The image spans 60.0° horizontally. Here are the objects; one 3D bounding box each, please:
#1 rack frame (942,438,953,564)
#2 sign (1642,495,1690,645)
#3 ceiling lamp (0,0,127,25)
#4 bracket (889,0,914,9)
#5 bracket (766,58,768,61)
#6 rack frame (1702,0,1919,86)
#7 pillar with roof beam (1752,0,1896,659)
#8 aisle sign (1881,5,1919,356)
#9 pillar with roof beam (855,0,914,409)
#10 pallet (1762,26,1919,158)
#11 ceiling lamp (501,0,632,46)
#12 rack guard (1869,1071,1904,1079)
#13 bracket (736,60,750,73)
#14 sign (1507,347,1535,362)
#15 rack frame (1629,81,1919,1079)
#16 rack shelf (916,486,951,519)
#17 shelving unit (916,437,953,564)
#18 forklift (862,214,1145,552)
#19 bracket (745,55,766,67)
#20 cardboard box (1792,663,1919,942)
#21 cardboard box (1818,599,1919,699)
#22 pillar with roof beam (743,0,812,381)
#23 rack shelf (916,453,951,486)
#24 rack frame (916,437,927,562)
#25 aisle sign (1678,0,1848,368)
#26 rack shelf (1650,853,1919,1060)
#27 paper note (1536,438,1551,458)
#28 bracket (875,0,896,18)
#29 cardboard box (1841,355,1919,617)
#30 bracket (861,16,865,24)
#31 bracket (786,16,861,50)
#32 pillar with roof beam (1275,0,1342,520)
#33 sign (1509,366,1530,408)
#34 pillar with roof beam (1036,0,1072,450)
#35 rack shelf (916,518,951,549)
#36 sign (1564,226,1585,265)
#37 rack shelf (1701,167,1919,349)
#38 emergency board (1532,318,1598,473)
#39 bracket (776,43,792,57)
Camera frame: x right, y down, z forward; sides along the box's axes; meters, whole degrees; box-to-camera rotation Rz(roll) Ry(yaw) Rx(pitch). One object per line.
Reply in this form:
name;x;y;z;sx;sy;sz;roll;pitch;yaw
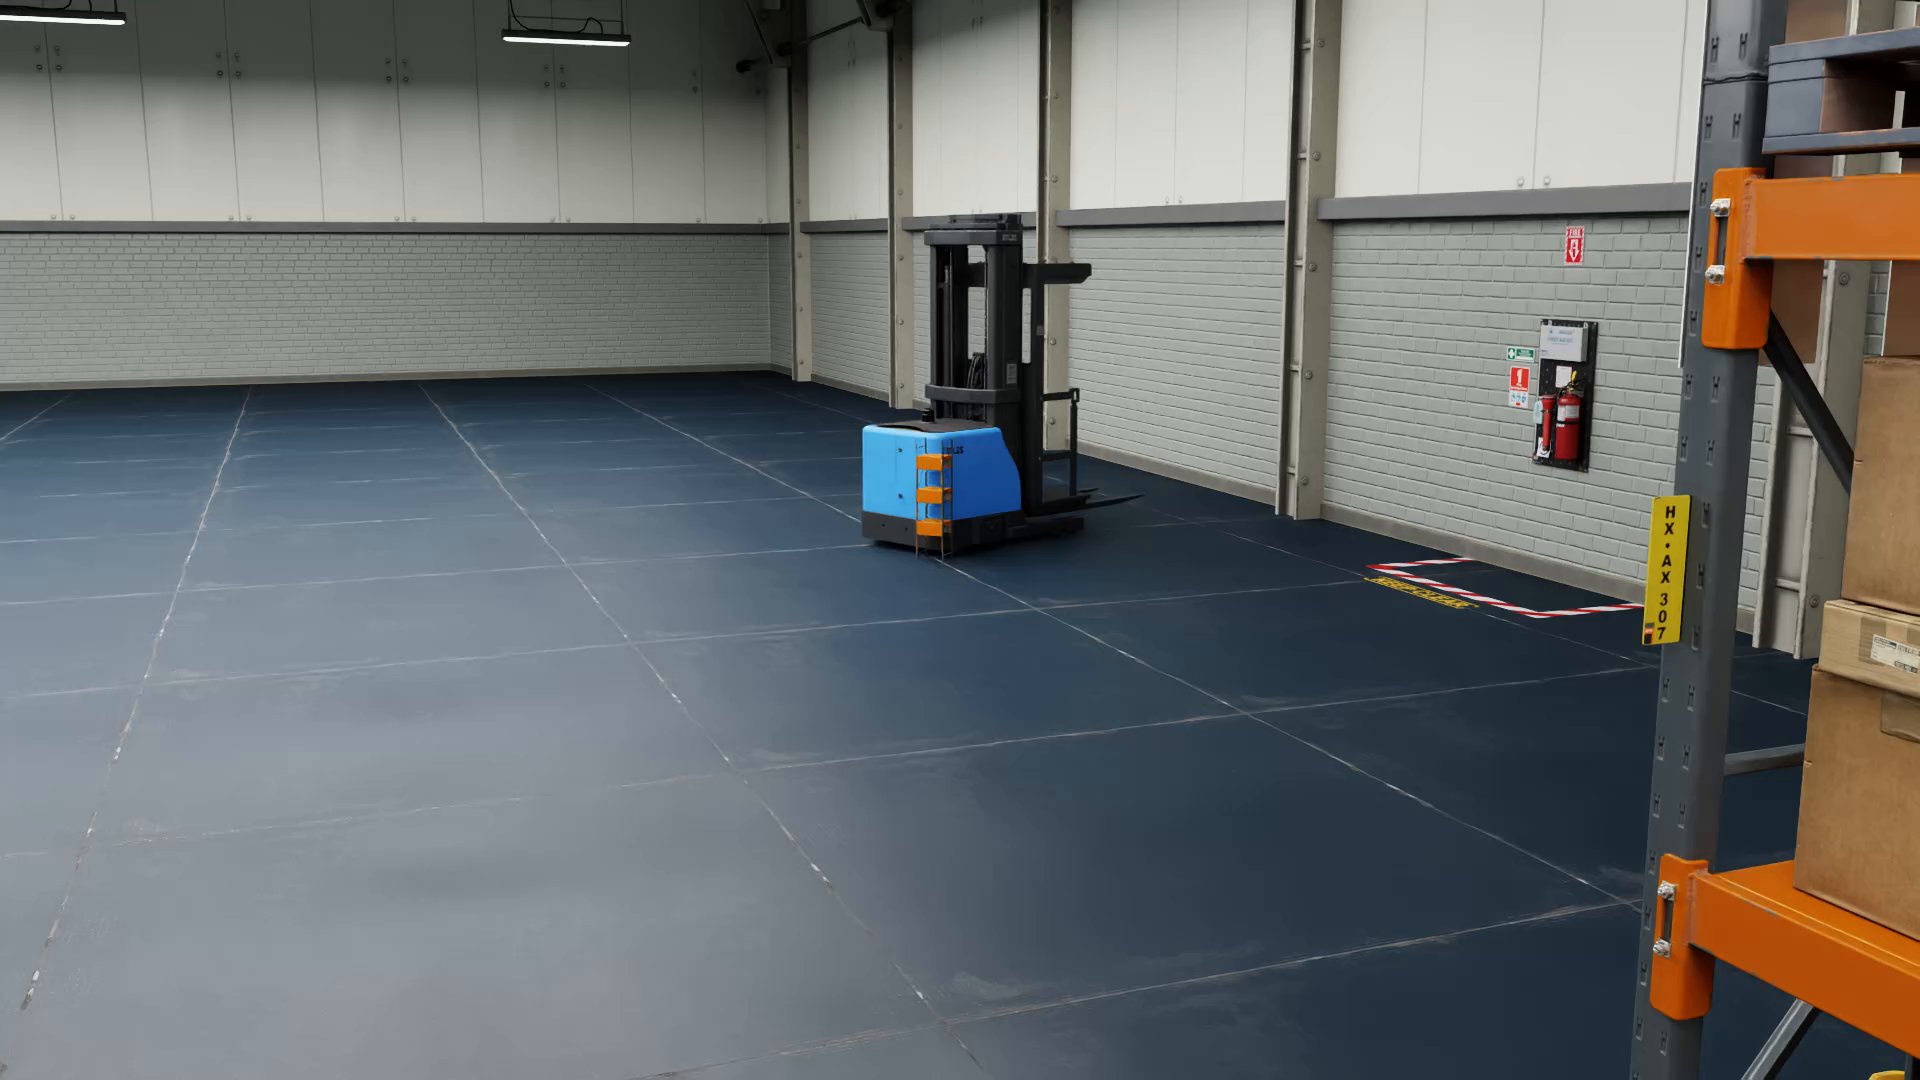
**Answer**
rack frame;-0.108;-0.329;14.101;0.008;1.050;0.200;5;11;24
sign;1.536;0.066;3.616;0.100;0.325;0.005;-4;11;-21
ceiling lamp;-13.205;-9.072;23.887;2.000;3.185;0.800;-4;11;-21
bracket;-0.213;-7.891;23.639;0.076;0.066;4.783;-4;11;-21
bracket;-3.622;-9.427;32.271;0.235;0.232;0.430;-4;11;-21
rack frame;2.055;-2.457;3.366;1.000;3.000;0.127;-4;11;-21
pillar with roof beam;1.544;-3.419;8.773;9.100;9.000;0.400;-4;11;-21
aisle sign;2.305;-0.812;3.829;0.394;0.787;0.004;-4;11;-21
pillar with roof beam;-4.979;-6.357;25.290;9.100;9.000;0.548;-4;11;-21
pallet;2.287;-0.819;2.978;1.003;0.211;1.213;-4;11;-21
ceiling lamp;-6.364;-9.537;26.505;2.000;3.185;0.800;-4;11;-21
rack guard;2.046;1.724;4.132;1.175;0.500;0.348;-4;11;-21
bracket;-4.481;-9.813;34.446;0.235;0.232;0.430;-4;11;-21
sign;4.585;-1.518;13.603;0.001;0.109;0.331;-4;11;-21
rack frame;2.055;0.497;3.892;1.000;3.000;0.127;-4;11;-21
rack shelf;-0.219;-0.327;14.153;0.240;0.259;0.215;5;11;24
shelving unit;-0.219;-0.338;14.151;0.252;1.050;0.215;5;11;24
forklift;0.521;-1.530;15.484;3.031;2.935;1.130;-10;14;-43
bracket;-4.267;-9.717;33.904;0.076;0.066;3.189;-4;11;-21
cardboard box;2.212;0.525;3.450;0.700;0.500;0.500;-4;11;-21
cardboard box;1.996;0.206;3.389;0.380;0.149;0.250;-4;11;-21
pillar with roof beam;-7.153;-7.336;30.796;9.100;9.000;0.548;-4;11;-21
rack shelf;-0.219;-0.607;14.103;0.240;0.259;0.215;5;11;24
rack frame;-0.329;-0.347;14.201;0.008;1.050;0.200;5;11;24
aisle sign;1.746;-0.774;3.615;0.394;0.787;0.004;-4;11;-21
rack shelf;2.780;1.178;2.119;1.077;0.370;4.000;-4;11;-21
paper note;4.697;-0.743;13.380;0.016;0.148;0.142;-4;11;-21
bracket;-1.147;-8.312;26.004;0.235;0.232;0.430;-4;11;-21
cardboard box;2.231;-0.105;3.288;0.700;0.500;0.500;-4;11;-21
bracket;-1.448;-8.447;26.765;0.235;0.232;0.430;-4;11;-21
bracket;-2.388;-8.871;29.145;0.076;0.066;4.783;-4;11;-21
pillar with roof beam;-0.630;-4.398;14.279;9.100;9.000;0.400;-4;11;-21
sign;4.592;-1.258;13.657;0.001;0.329;0.234;-4;11;-21
pillar with roof beam;-2.805;-5.377;19.785;9.100;9.000;0.400;-4;11;-21
rack shelf;-0.219;-0.054;14.202;0.240;0.259;0.215;5;11;24
sign;4.786;-2.293;12.956;0.001;0.298;0.199;-4;11;-21
rack shelf;2.780;-0.299;1.857;1.077;0.370;4.000;-4;11;-21
emergency board;4.696;-1.144;13.116;0.194;1.169;0.643;-4;11;-21
bracket;-3.321;-9.291;31.509;0.235;0.232;0.430;-4;11;-21
